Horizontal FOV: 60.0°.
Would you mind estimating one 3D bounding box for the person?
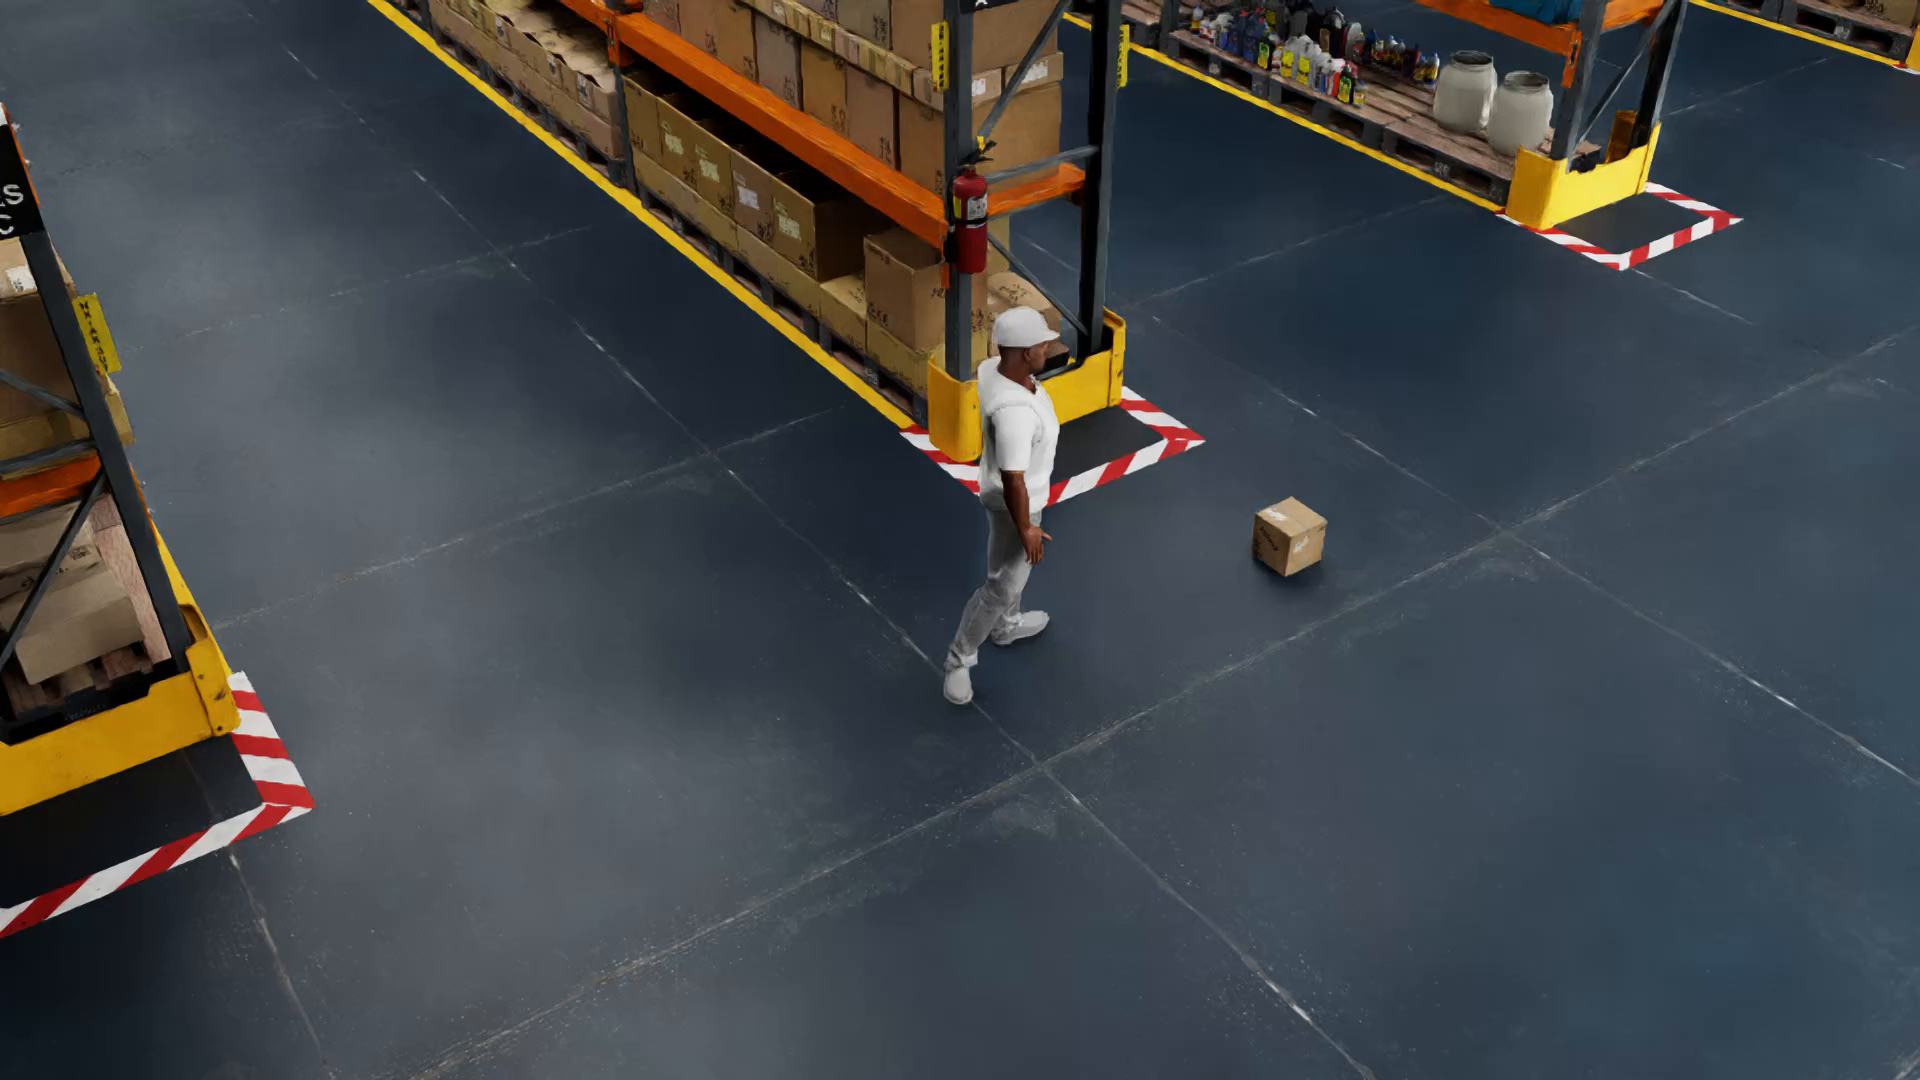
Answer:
[{"bbox_3d":[0.171,-0.143,7.182,0.488,1.766,0.737,1,36,1],"label":"person"}]
